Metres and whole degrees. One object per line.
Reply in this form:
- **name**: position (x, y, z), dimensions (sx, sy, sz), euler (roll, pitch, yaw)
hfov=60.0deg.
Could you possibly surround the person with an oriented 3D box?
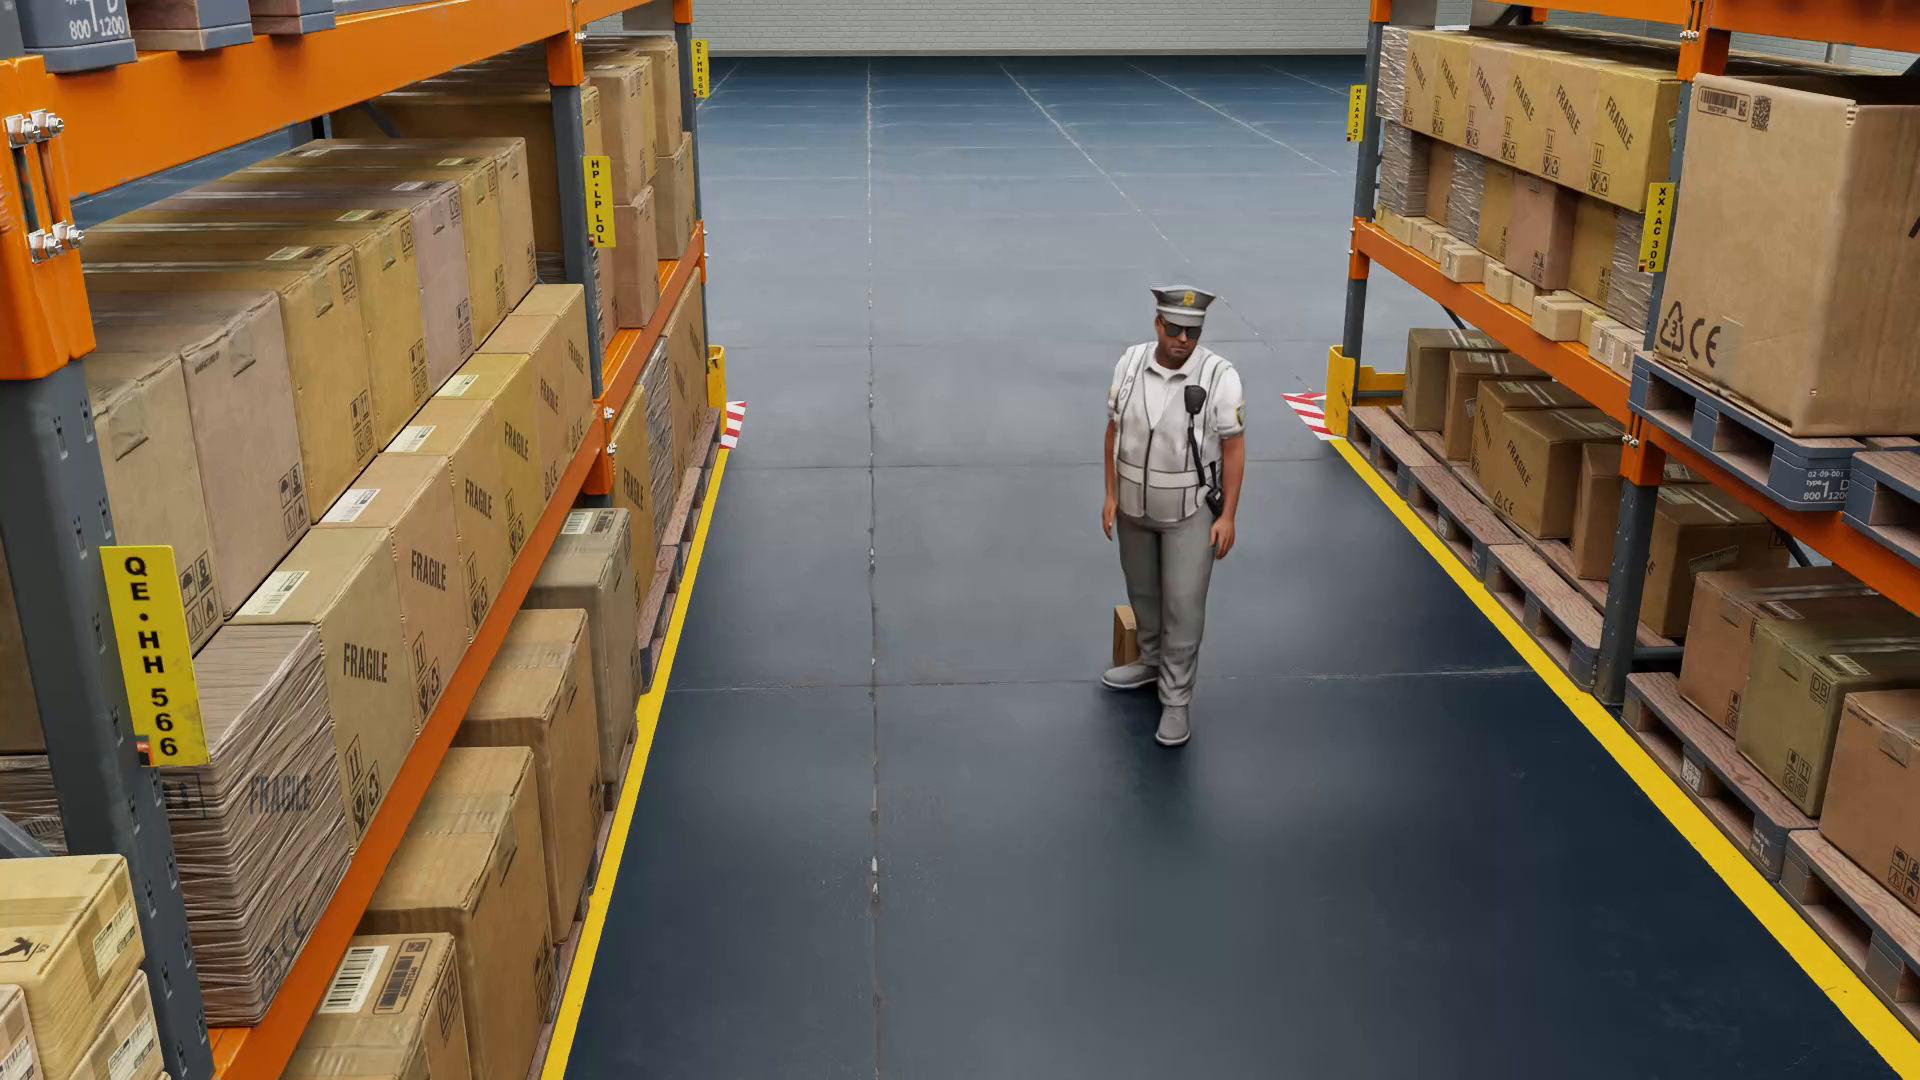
- **person**: position (0.797, -0.135, 6.422), dimensions (0.569, 1.750, 0.576), euler (13, 24, 31)
